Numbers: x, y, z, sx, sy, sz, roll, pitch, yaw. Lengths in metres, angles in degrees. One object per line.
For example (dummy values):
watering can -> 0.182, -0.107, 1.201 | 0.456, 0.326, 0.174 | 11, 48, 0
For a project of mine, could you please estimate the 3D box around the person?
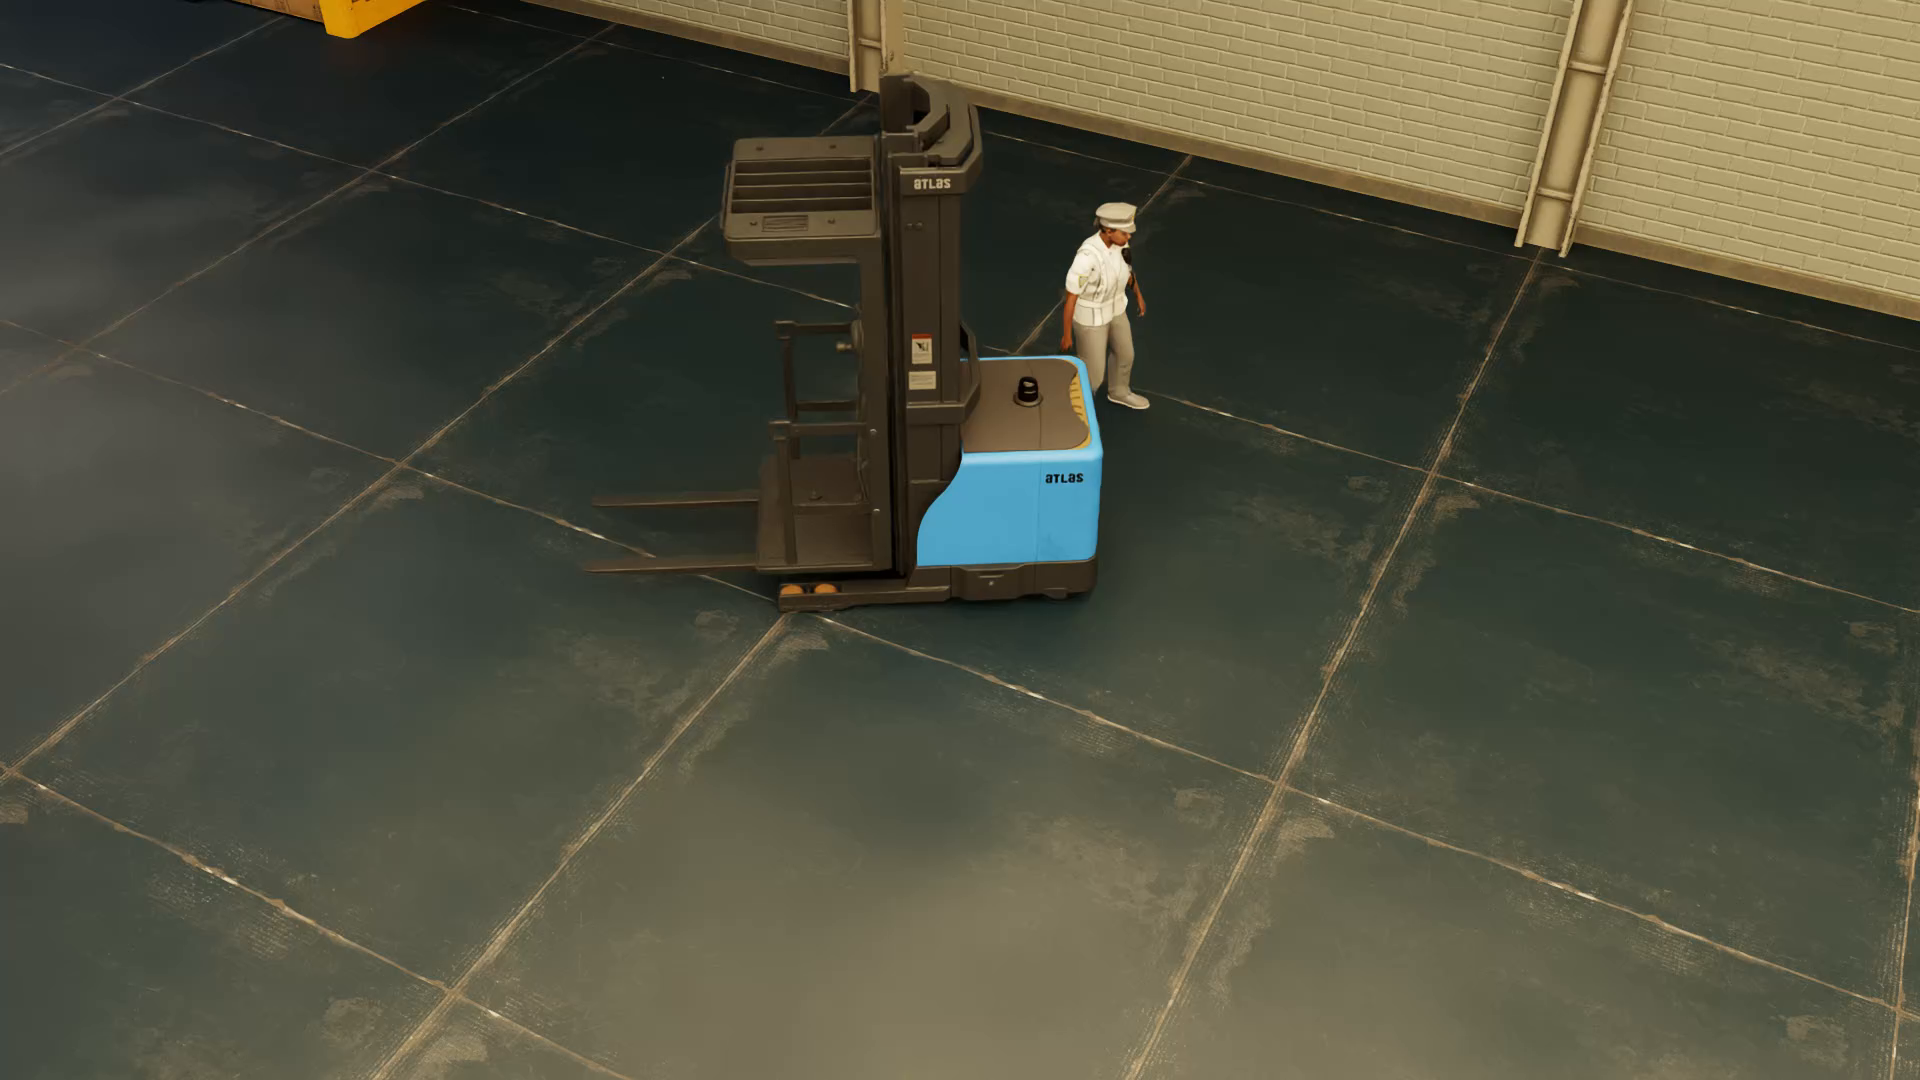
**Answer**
person -> 0.932, -1.445, 10.713 | 0.375, 1.636, 0.734 | 31, 49, 31

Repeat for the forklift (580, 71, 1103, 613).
forklift -> -0.728, -1.045, 9.227 | 3.031, 2.935, 1.130 | -2, 40, -2
